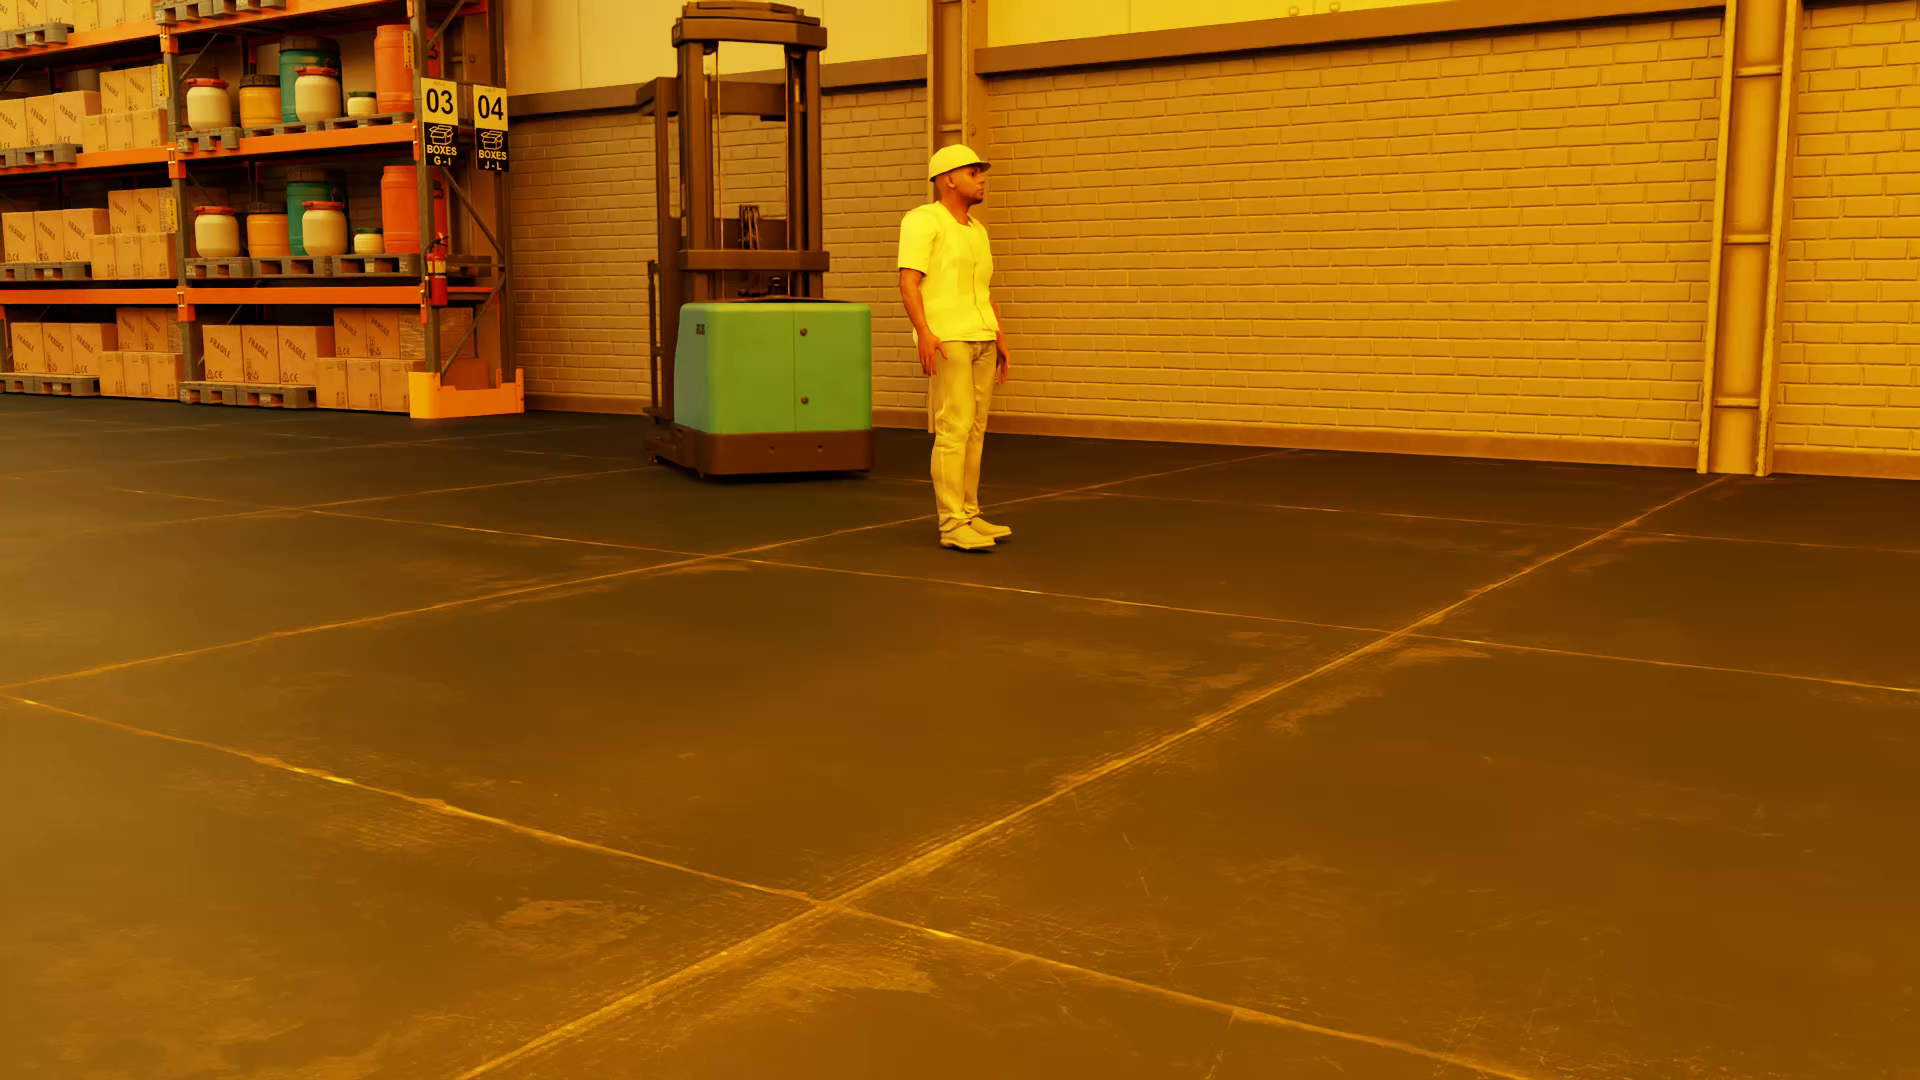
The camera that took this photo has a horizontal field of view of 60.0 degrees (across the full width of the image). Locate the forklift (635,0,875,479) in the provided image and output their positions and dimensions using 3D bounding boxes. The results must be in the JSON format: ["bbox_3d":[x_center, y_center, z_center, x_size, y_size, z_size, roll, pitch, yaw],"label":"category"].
[{"bbox_3d":[-1.529,-1.985,11.152,1.130,2.935,3.031,-3,9,-21],"label":"forklift"}]

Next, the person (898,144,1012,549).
[{"bbox_3d":[0.054,-0.875,7.435,0.577,1.765,0.665,5,10,34],"label":"person"}]
